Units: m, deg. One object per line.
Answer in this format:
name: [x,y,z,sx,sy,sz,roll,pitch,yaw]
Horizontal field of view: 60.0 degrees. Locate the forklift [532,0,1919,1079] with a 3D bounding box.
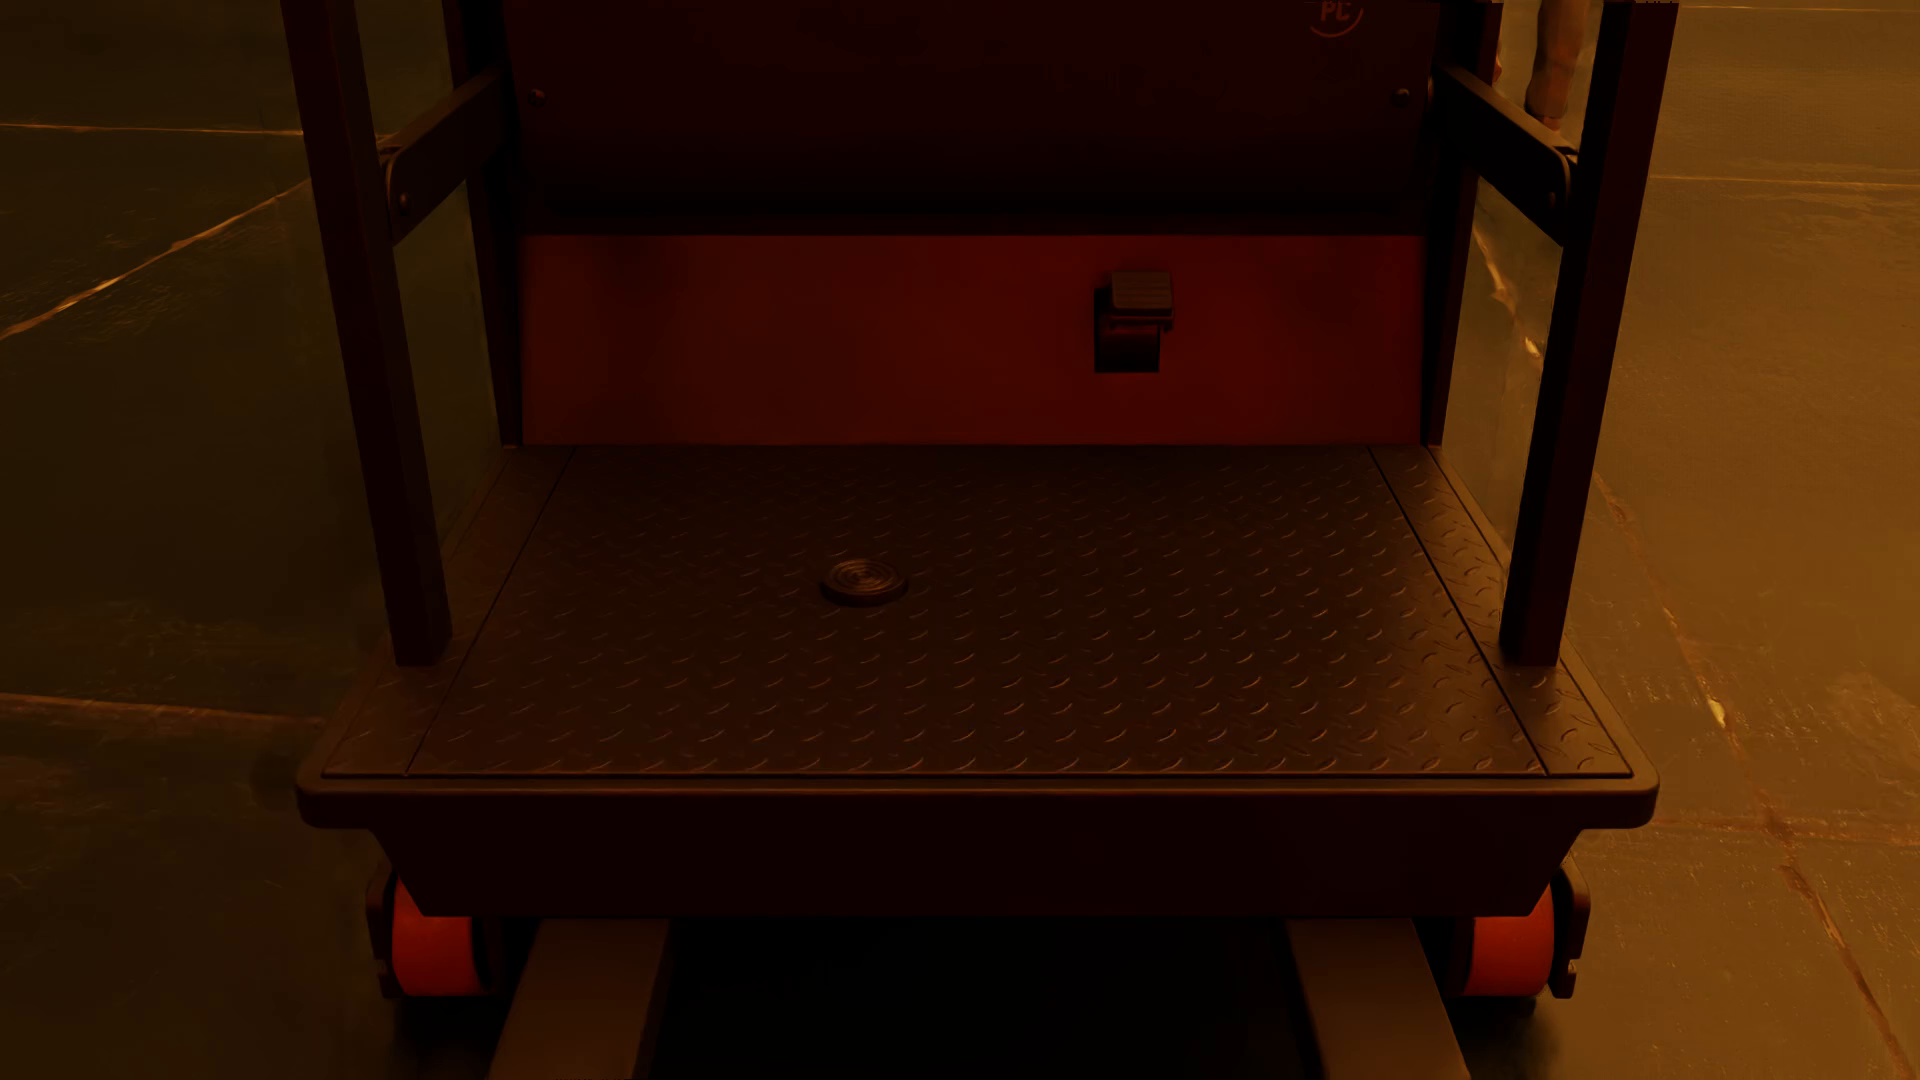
forklift: [0.153,-1.049,1.319,1.130,2.935,3.031,-7,27,-13]

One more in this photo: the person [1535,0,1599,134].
person: [1.652,-1.981,4.674,0.530,1.690,0.451,3,27,7]
